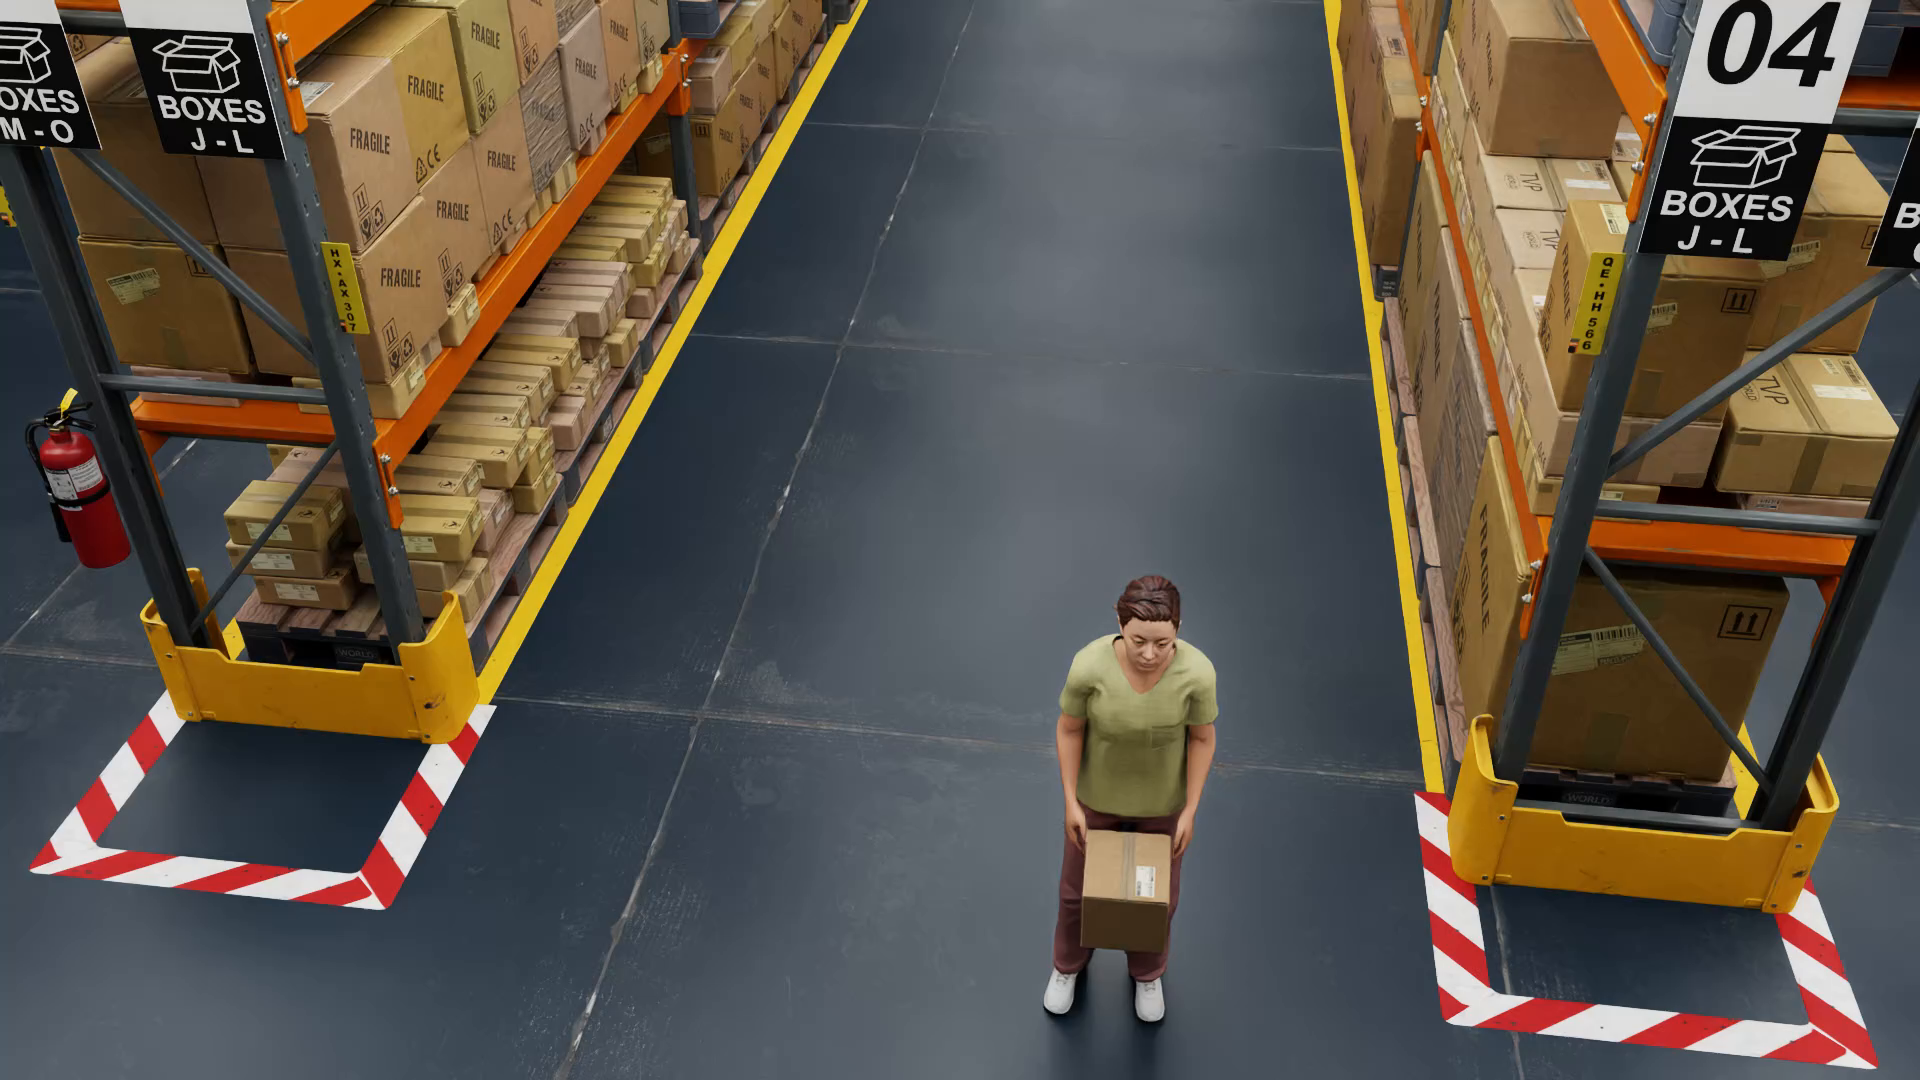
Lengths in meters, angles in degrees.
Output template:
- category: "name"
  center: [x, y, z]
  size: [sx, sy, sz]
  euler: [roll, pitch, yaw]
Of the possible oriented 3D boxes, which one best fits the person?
- category: "person"
  center: [0.520, 0.795, 5.062]
  size: [0.475, 1.676, 0.366]
  euler: [4, 36, 5]
